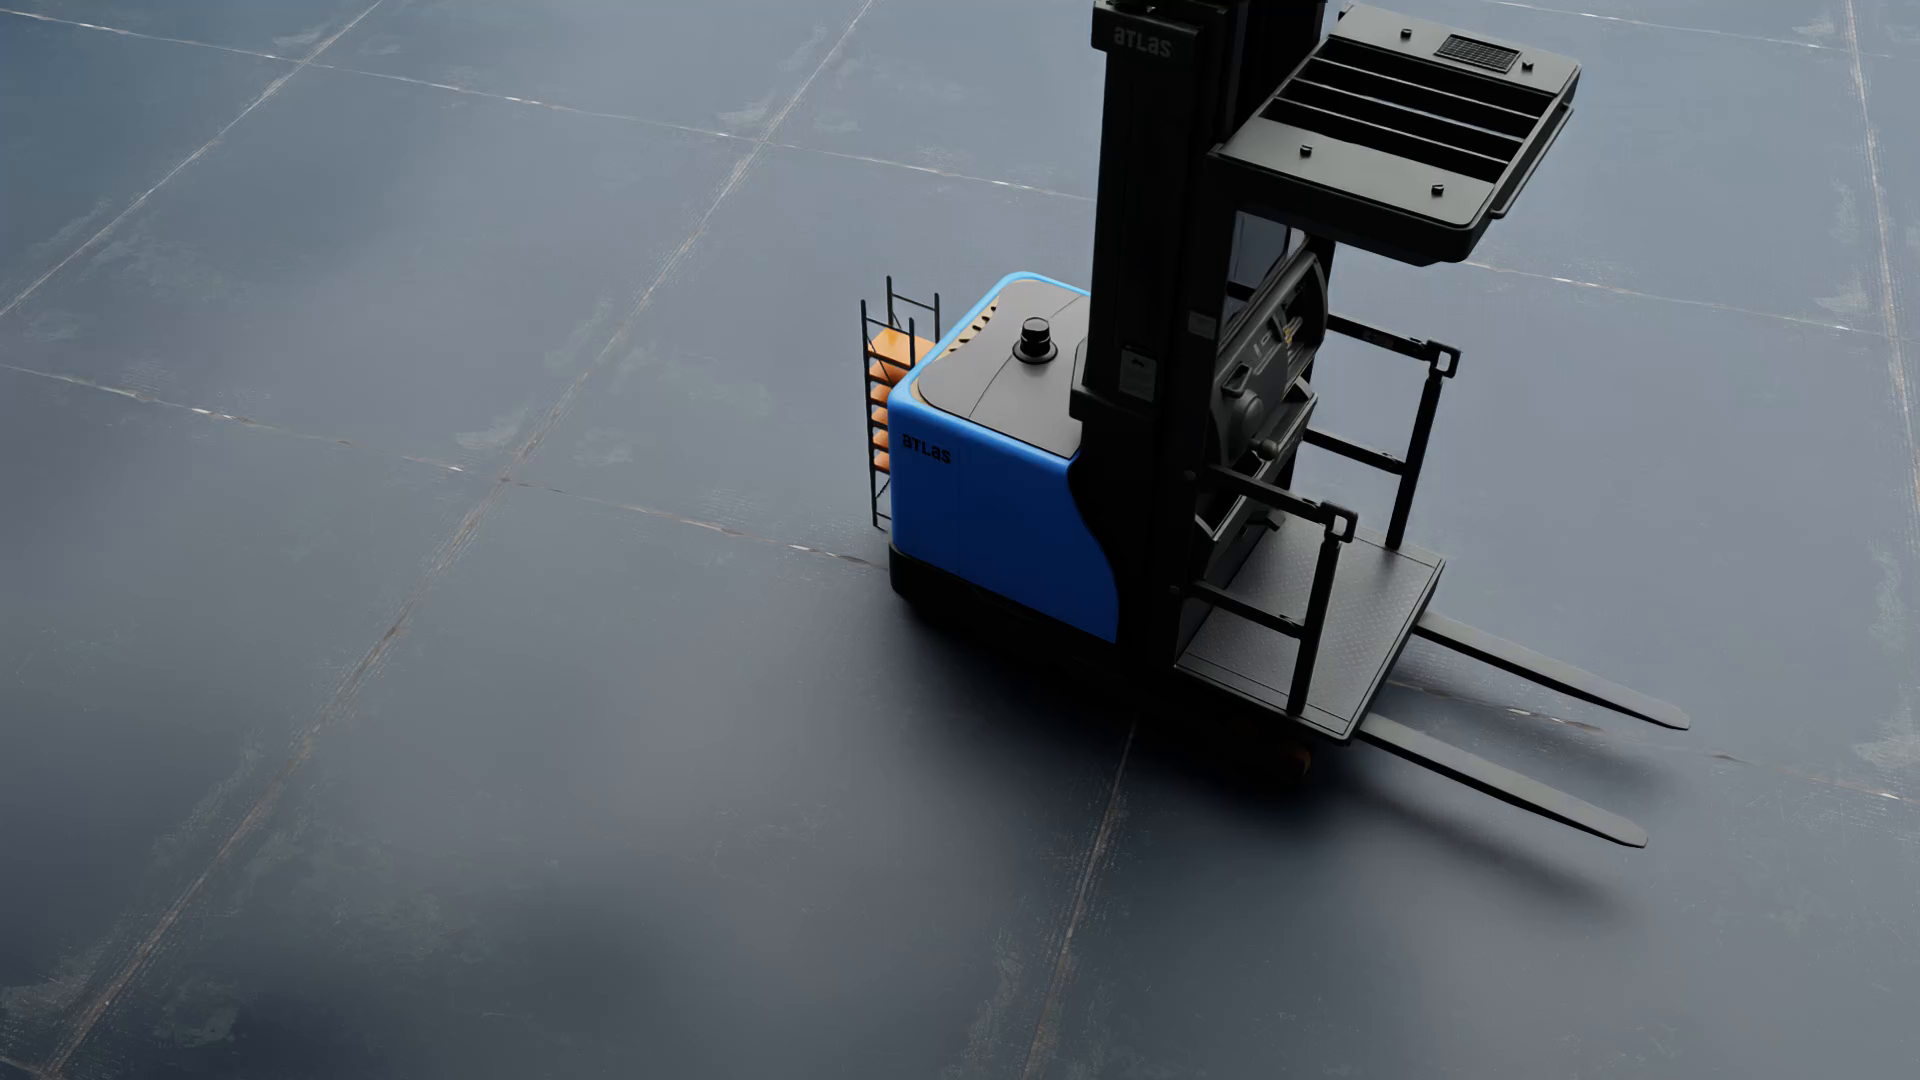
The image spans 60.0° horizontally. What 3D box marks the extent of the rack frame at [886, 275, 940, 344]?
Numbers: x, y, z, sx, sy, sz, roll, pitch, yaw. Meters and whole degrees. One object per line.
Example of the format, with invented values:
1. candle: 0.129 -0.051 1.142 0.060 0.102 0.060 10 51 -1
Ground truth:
1. rack frame: -0.181 -0.560 6.862 0.240 1.200 0.006 23 49 22

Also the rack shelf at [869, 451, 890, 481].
1. rack shelf: -0.227 -0.301 7.005 0.258 0.103 0.180 23 49 22

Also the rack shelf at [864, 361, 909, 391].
1. rack shelf: -0.229 -0.645 6.670 0.258 0.103 0.180 23 49 22

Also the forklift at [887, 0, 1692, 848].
1. forklift: 1.240 -0.571 5.637 3.031 2.935 1.130 23 49 22

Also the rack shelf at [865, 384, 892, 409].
1. rack shelf: -0.228 -0.559 6.753 0.258 0.103 0.180 23 49 22

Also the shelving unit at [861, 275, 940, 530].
1. shelving unit: -0.228 -0.505 6.806 0.258 1.200 0.189 23 49 22

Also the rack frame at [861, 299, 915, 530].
1. rack frame: -0.275 -0.450 6.750 0.240 1.200 0.006 23 49 22

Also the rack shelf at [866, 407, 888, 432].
1. rack shelf: -0.228 -0.473 6.837 0.258 0.103 0.180 23 49 22

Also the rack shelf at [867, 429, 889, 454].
1. rack shelf: -0.227 -0.387 6.921 0.258 0.103 0.180 23 49 22

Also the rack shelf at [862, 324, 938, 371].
1. rack shelf: -0.229 -0.731 6.586 0.258 0.103 0.180 23 49 22
